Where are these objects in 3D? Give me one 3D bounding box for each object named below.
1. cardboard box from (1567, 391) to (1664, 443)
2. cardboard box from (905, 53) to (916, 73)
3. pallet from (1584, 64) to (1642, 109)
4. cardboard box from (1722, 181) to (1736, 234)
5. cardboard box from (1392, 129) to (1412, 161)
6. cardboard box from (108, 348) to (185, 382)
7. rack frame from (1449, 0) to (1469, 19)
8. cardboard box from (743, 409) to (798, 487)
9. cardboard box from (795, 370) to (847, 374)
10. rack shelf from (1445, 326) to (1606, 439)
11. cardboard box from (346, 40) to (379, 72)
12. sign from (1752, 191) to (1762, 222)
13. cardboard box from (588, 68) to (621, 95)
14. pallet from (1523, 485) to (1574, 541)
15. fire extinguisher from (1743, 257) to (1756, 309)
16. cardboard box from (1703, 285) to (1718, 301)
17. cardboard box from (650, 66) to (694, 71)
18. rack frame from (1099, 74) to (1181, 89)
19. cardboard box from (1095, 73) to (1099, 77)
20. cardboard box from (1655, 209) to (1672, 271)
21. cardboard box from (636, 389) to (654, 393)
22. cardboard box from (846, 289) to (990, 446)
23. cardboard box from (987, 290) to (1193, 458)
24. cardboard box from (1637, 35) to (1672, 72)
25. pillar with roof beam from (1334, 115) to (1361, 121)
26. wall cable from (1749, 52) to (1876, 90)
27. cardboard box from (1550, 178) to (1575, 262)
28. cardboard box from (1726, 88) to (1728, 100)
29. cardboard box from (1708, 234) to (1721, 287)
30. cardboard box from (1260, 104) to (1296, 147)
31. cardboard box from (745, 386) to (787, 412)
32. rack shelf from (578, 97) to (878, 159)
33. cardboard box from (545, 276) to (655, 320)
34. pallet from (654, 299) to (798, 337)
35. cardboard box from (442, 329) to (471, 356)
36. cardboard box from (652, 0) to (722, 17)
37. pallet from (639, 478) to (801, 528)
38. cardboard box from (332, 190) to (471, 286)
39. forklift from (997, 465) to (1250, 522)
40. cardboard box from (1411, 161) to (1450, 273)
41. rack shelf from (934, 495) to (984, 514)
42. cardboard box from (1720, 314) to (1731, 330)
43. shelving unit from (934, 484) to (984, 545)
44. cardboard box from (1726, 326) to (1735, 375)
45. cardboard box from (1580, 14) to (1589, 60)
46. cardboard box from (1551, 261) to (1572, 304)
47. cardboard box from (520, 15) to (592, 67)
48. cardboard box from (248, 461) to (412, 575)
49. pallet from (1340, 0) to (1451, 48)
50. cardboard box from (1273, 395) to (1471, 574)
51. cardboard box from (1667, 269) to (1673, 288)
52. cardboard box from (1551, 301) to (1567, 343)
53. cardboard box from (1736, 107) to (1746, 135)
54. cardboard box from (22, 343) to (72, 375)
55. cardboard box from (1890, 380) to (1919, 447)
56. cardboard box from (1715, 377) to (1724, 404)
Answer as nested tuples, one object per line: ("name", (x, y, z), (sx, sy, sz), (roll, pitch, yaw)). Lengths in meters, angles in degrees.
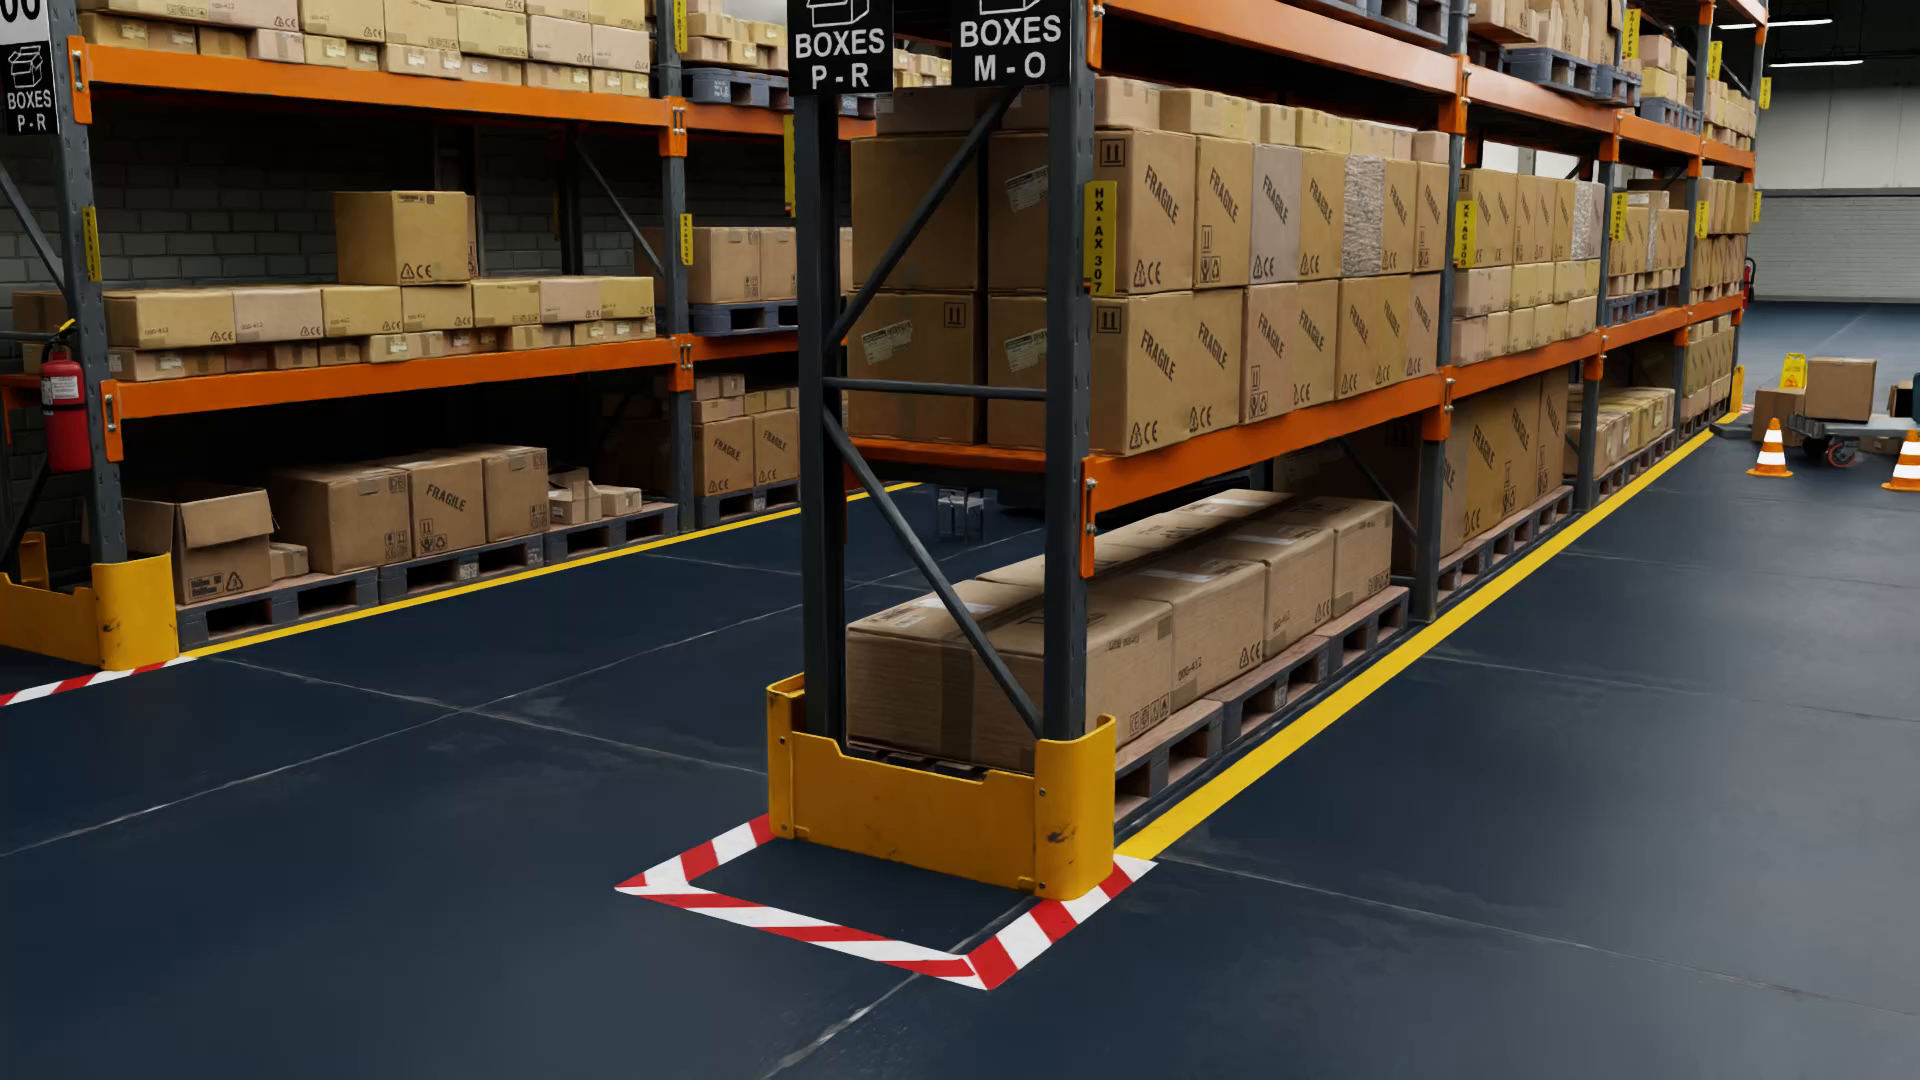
("cardboard box", (5.523, -1.069, 14.427), (0.950, 0.372, 0.625), (7, 13, 34))
("cardboard box", (-0.573, -3.742, 13.067), (0.380, 0.149, 0.250), (6, 12, 30))
("pallet", (3.798, -2.997, 11.085), (1.213, 0.211, 1.003), (7, 13, 33))
("cardboard box", (7.145, -3.240, 16.228), (0.700, 0.500, 0.500), (6, 12, 29))
("cardboard box", (1.892, -1.842, 7.803), (0.380, 0.149, 0.250), (7, 13, 32))
("cardboard box", (-3.906, -0.839, 7.880), (0.380, 0.149, 0.250), (6, 12, 30))
("rack frame", (2.010, -4.041, 7.999), (1.000, 3.000, 0.127), (6, 12, 31))
("cardboard box", (-1.523, -0.683, 12.016), (0.500, 0.500, 0.500), (6, 12, 30))
("cardboard box", (-1.136, -1.319, 13.654), (0.380, 0.149, 0.250), (6, 12, 28))
("rack shelf", (3.048, -1.053, 10.298), (1.077, 0.370, 4.000), (6, 12, 31))
("cardboard box", (-3.262, -2.514, 8.677), (0.380, 0.149, 0.250), (6, 12, 30))
("sign", (8.704, -3.648, 18.196), (0.100, 0.325, 0.005), (6, 12, 31))
("cardboard box", (-2.298, -2.794, 10.171), (0.380, 0.149, 0.250), (6, 12, 31))
("pallet", (3.613, -0.234, 11.544), (1.003, 0.211, 1.213), (6, 12, 31))
("fire extinguisher", (8.694, -2.915, 18.500), (0.296, 0.674, 0.183), (6, 12, 31))
("cardboard box", (7.273, -2.446, 16.466), (0.380, 0.149, 0.250), (6, 12, 31))
("cardboard box", (-2.029, -3.268, 11.291), (0.380, 0.149, 0.250), (7, 13, 32))
("rack frame", (1.919, -5.773, 17.250), (1.000, 3.000, 0.127), (6, 12, 31))
("cardboard box", (0.955, -4.225, 15.448), (0.500, 0.500, 0.500), (7, 13, 32))
("cardboard box", (5.590, -2.499, 13.844), (0.500, 0.500, 0.500), (7, 13, 33))
("cardboard box", (-2.157, -0.990, 11.893), (0.380, 0.149, 0.250), (6, 12, 31))
("cardboard box", (-0.042, -0.613, 5.722), (0.500, 0.500, 0.500), (6, 12, 31))
("cardboard box", (0.428, -0.560, 5.438), (0.500, 0.500, 0.500), (6, 12, 30))
("cardboard box", (5.461, -3.937, 13.505), (0.500, 0.250, 0.500), (7, 12, 32))
("pillar with roof beam", (9.659, -6.911, 23.329), (9.100, 9.000, 0.400), (6, 12, 31))
("wall cable", (23.411, -12.131, 45.928), (3.097, 2.526, 0.112), (6, 12, 31))
("cardboard box", (3.519, -1.997, 10.393), (0.500, 0.500, 0.500), (6, 12, 31))
("cardboard box", (7.235, -4.322, 16.166), (0.380, 0.149, 0.250), (6, 12, 30))
("cardboard box", (7.143, -2.747, 16.311), (0.500, 0.500, 0.500), (6, 12, 30))
("cardboard box", (1.040, -1.555, 6.269), (0.380, 0.149, 0.250), (7, 12, 31))
("cardboard box", (-1.489, -1.030, 12.109), (0.380, 0.149, 0.250), (6, 12, 30))
("rack shelf", (-1.196, -3.001, 12.551), (1.077, 0.370, 4.000), (6, 12, 31))
("cardboard box", (-2.290, -1.535, 10.515), (0.500, 0.250, 0.500), (7, 13, 32))
("pallet", (-1.726, -1.587, 11.714), (1.003, 0.211, 1.213), (6, 12, 31))
("cardboard box", (-3.000, -1.127, 9.420), (0.380, 0.149, 0.250), (6, 12, 31))
("cardboard box", (-1.779, -3.536, 10.790), (0.396, 0.266, 0.258), (6, 12, 30))
("pallet", (-1.844, -0.327, 12.040), (1.003, 0.211, 1.213), (6, 12, 31))
("cardboard box", (-3.067, -1.659, 9.142), (0.500, 0.500, 0.500), (7, 13, 32))
("forklift", (1.618, -1.779, 12.406), (1.130, 2.935, 3.031), (9, 14, 40))
("cardboard box", (2.001, -1.532, 7.913), (0.500, 0.500, 0.500), (6, 12, 30))
("rack shelf", (-0.004, -0.231, 10.818), (0.258, 0.077, 0.200), (6, 12, 31))
("cardboard box", (7.914, -2.307, 17.569), (0.380, 0.149, 0.250), (7, 13, 32))
("shelving unit", (-0.004, -0.441, 10.779), (0.258, 0.900, 0.210), (6, 12, 31))
("cardboard box", (8.047, -2.052, 17.971), (0.500, 0.500, 0.500), (6, 12, 31))
("cardboard box", (3.671, -3.086, 10.274), (0.396, 0.266, 0.258), (6, 12, 29))
("cardboard box", (3.541, -1.629, 10.470), (0.500, 0.250, 0.500), (6, 12, 29))
("cardboard box", (-2.531, -2.930, 9.816), (0.500, 0.250, 0.500), (6, 12, 29))
("cardboard box", (-3.435, -0.132, 9.076), (0.700, 0.500, 0.500), (7, 13, 33))
("pallet", (1.576, -2.395, 7.601), (1.003, 0.211, 1.213), (6, 12, 31))
("cardboard box", (2.264, -0.359, 9.270), (0.875, 0.875, 0.875), (7, 13, 32))
("cardboard box", (5.877, -2.242, 14.236), (0.380, 0.149, 0.250), (6, 12, 30))
("cardboard box", (3.519, -1.384, 10.516), (0.500, 0.250, 0.500), (6, 12, 30))
("cardboard box", (7.677, -4.259, 16.915), (0.500, 0.250, 0.500), (7, 13, 32))
("cardboard box", (-4.368, -0.891, 8.159), (0.380, 0.149, 0.250), (6, 12, 30))
("cardboard box", (9.014, -1.153, 15.292), (0.797, 0.637, 0.503), (6, 12, 31))
("cardboard box", (7.775, -1.601, 17.599), (0.500, 0.250, 0.500), (6, 12, 31))
